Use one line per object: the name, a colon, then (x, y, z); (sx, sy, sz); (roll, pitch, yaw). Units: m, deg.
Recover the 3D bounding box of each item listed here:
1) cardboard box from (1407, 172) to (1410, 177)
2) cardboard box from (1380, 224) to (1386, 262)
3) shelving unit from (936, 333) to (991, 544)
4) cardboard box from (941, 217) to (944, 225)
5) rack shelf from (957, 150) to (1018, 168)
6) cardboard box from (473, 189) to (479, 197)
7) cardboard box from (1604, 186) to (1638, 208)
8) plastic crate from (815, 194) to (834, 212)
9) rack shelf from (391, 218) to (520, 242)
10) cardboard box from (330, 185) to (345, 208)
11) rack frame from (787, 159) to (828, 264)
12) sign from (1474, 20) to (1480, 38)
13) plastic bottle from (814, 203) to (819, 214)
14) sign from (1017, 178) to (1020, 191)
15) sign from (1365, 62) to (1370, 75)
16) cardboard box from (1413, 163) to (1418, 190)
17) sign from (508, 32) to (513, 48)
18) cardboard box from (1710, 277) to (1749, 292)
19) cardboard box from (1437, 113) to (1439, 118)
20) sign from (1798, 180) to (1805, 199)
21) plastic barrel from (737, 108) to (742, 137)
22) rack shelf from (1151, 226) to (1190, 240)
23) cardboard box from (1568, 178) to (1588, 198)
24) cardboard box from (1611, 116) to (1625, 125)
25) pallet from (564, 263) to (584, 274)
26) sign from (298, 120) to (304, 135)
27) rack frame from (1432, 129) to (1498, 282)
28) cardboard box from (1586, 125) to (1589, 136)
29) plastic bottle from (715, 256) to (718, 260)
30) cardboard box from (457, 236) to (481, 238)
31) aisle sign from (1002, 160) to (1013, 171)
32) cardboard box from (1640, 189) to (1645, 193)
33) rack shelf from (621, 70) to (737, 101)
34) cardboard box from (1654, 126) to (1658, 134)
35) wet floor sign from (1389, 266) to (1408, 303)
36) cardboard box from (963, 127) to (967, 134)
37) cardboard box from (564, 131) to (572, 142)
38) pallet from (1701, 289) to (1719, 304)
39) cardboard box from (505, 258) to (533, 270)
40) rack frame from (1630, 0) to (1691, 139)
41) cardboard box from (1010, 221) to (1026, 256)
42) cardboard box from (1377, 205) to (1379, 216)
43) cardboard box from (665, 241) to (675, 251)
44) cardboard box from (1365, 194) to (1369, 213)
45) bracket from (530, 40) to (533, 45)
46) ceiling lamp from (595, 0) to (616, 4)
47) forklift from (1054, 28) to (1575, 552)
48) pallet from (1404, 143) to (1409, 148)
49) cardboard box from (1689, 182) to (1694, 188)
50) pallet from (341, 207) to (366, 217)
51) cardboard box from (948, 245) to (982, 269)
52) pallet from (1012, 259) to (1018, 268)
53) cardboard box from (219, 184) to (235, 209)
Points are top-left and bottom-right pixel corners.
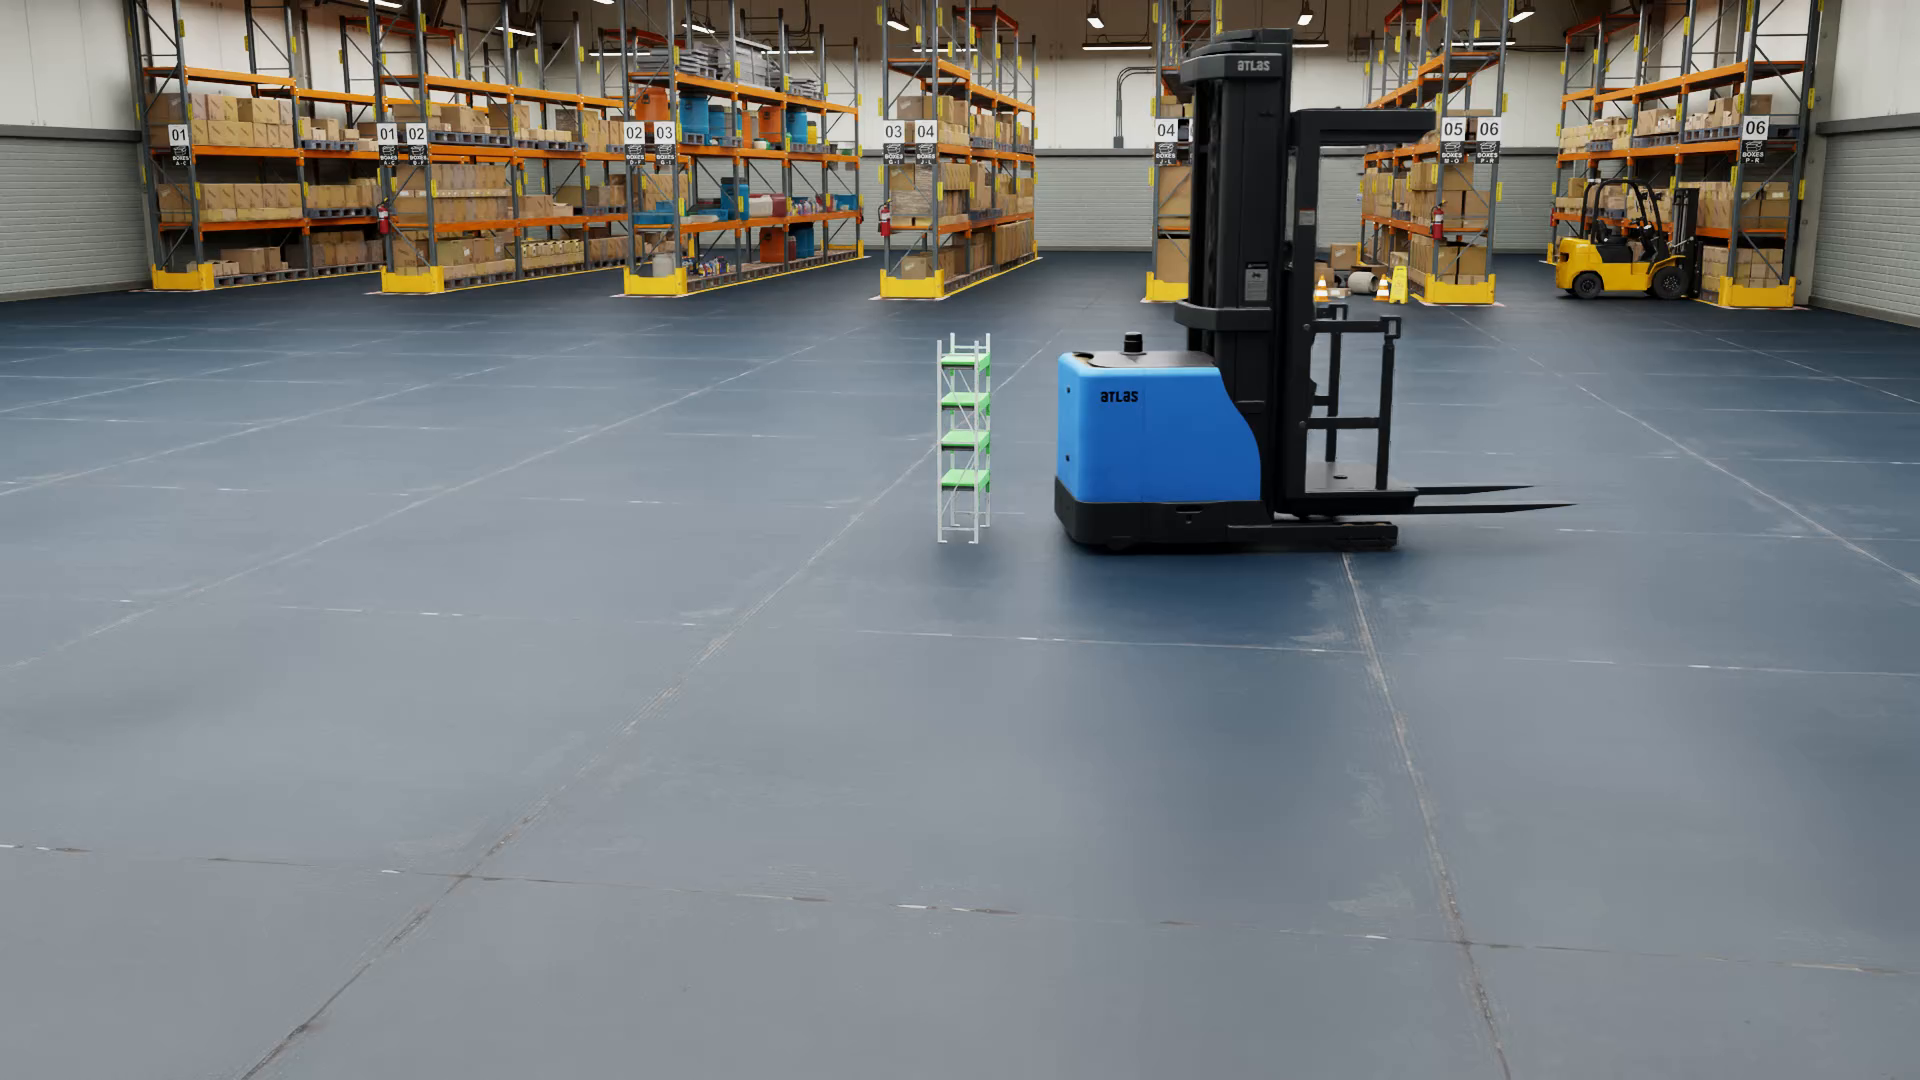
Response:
cardboard box: (9.461, -7.544, 34.398); (0.380, 0.149, 0.250); (1, 12, 6)
cardboard box: (10.715, -7.222, 40.433); (0.875, 0.875, 0.875); (2, 12, 10)
shelving unit: (0.025, -0.621, 10.027); (0.258, 1.200, 0.503); (2, 12, 9)
cardboard box: (-0.516, -6.042, 31.506); (0.380, 0.149, 0.250); (2, 12, 9)
rack shelf: (0.632, -9.207, 40.182); (1.077, 0.370, 4.000); (2, 12, 9)
cardboard box: (-10.144, -7.148, 34.262); (0.380, 0.149, 0.250); (2, 12, 11)
cardboard box: (15.090, -7.796, 37.807); (0.797, 0.503, 0.637); (2, 12, 7)
plastic crate: (-3.570, -8.907, 43.910); (0.402, 0.464, 0.583); (2, 12, 9)
rack shelf: (-10.387, -6.397, 34.263); (1.077, 0.370, 4.000); (2, 12, 9)
cardboard box: (-14.699, -7.948, 38.470); (0.700, 0.500, 0.500); (4, 13, 16)
rack frame: (-3.955, -8.669, 43.098); (1.000, 3.000, 0.127); (2, 12, 9)
sign: (10.034, -9.929, 32.298); (0.100, 0.325, 0.005); (2, 12, 9)
plastic bottle: (-3.696, -8.516, 42.682); (0.152, 0.276, 0.135); (2, 12, 9)
sign: (1.477, -9.020, 42.168); (0.100, 0.325, 0.005); (2, 12, 9)
sign: (10.799, -12.506, 44.070); (0.100, 0.325, 0.005); (2, 12, 9)
cardboard box: (9.015, -6.911, 31.626); (0.700, 0.500, 0.500); (2, 12, 7)
sign: (-9.534, -10.608, 35.265); (0.100, 0.325, 0.005); (2, 12, 9)
cardboard box: (13.551, -4.498, 29.277); (0.500, 0.250, 0.500); (2, 12, 9)
cardboard box: (8.745, -7.609, 29.763); (0.380, 0.149, 0.250); (2, 12, 8)
sign: (14.338, -5.972, 28.341); (0.100, 0.325, 0.005); (2, 12, 9)
plastic barrel: (-5.120, -9.100, 36.790); (0.600, 0.901, 0.708); (2, 12, 9)
rack shelf: (4.287, -5.893, 31.927); (1.077, 0.370, 4.000); (2, 12, 9)
cardboard box: (15.685, -8.901, 42.044); (0.500, 0.500, 0.500); (2, 12, 10)
cardboard box: (15.657, -9.907, 39.396); (0.396, 0.266, 0.258); (2, 12, 8)
pallet: (-9.629, -6.464, 39.488); (1.003, 0.211, 1.213); (2, 12, 9)
sign: (-14.437, -9.028, 36.416); (0.100, 0.325, 0.005); (2, 12, 9)
rack frame: (8.886, -5.689, 29.273); (1.000, 3.000, 0.127); (2, 12, 9)
cardboard box: (15.476, -9.923, 40.261); (0.500, 0.250, 0.500); (2, 12, 9)
plastic bottle: (-5.142, -5.785, 34.960); (0.144, 0.351, 0.185); (2, 12, 9)
cardboard box: (-10.529, -6.202, 35.401); (0.500, 0.500, 0.500); (2, 12, 9)
aisle sign: (1.269, -10.637, 46.058); (0.394, 0.787, 0.004); (2, 12, 9)
cardboard box: (14.600, -7.339, 35.151); (0.380, 0.149, 0.250); (2, 12, 9)
rack shelf: (-5.493, -8.973, 32.925); (1.077, 0.370, 4.000); (2, 12, 9)
cardboard box: (14.394, -8.359, 33.902); (0.380, 0.149, 0.250); (2, 12, 8)
wet floor sign: (7.799, -4.534, 29.498); (0.267, 0.644, 0.232); (7, 14, 28)
cardboard box: (-0.056, -8.354, 33.927); (0.380, 0.149, 0.250); (2, 12, 10)
cardboard box: (-9.478, -9.500, 39.192); (0.500, 0.250, 0.500); (1, 12, 4)
pallet: (13.867, -4.327, 29.569); (1.003, 0.211, 1.213); (2, 12, 9)
cardboard box: (-9.772, -6.102, 36.717); (0.500, 0.250, 0.500); (2, 12, 7)
rack frame: (15.021, -10.127, 35.626); (1.000, 3.000, 0.127); (2, 12, 9)
cardboard box: (1.258, -7.997, 44.028); (0.875, 0.875, 0.875); (2, 12, 9)
cardboard box: (10.325, -7.923, 39.994); (0.500, 0.250, 0.500); (2, 12, 7)
cardboard box: (-8.249, -8.216, 46.478); (0.500, 0.250, 0.500); (2, 12, 9)
cardboard box: (10.843, -8.767, 43.315); (0.500, 0.500, 0.500); (2, 12, 8)
bracket: (-13.154, -15.180, 50.526); (0.235, 0.232, 0.430); (2, 12, 9)
ceiling lamp: (-7.430, -12.835, 34.333); (0.800, 3.185, 2.000); (2, 12, 9)
forklift: (2.139, -1.473, 9.873); (3.031, 2.935, 1.130); (-1, 12, -5)
pallet: (9.858, -8.238, 34.423); (1.213, 0.211, 1.003); (2, 12, 9)
cardboard box: (13.942, -6.656, 31.273); (0.380, 0.149, 0.250); (2, 12, 10)
pallet: (-14.623, -7.650, 38.826); (1.003, 0.211, 1.213); (2, 12, 9)
cardboard box: (0.088, -6.295, 36.971); (0.700, 0.500, 0.500); (3, 13, 13)
pallet: (0.895, -6.982, 41.891); (1.003, 0.211, 1.213); (2, 12, 9)
cardboard box: (-15.133, -6.987, 33.823); (0.500, 0.500, 0.500); (2, 12, 9)
